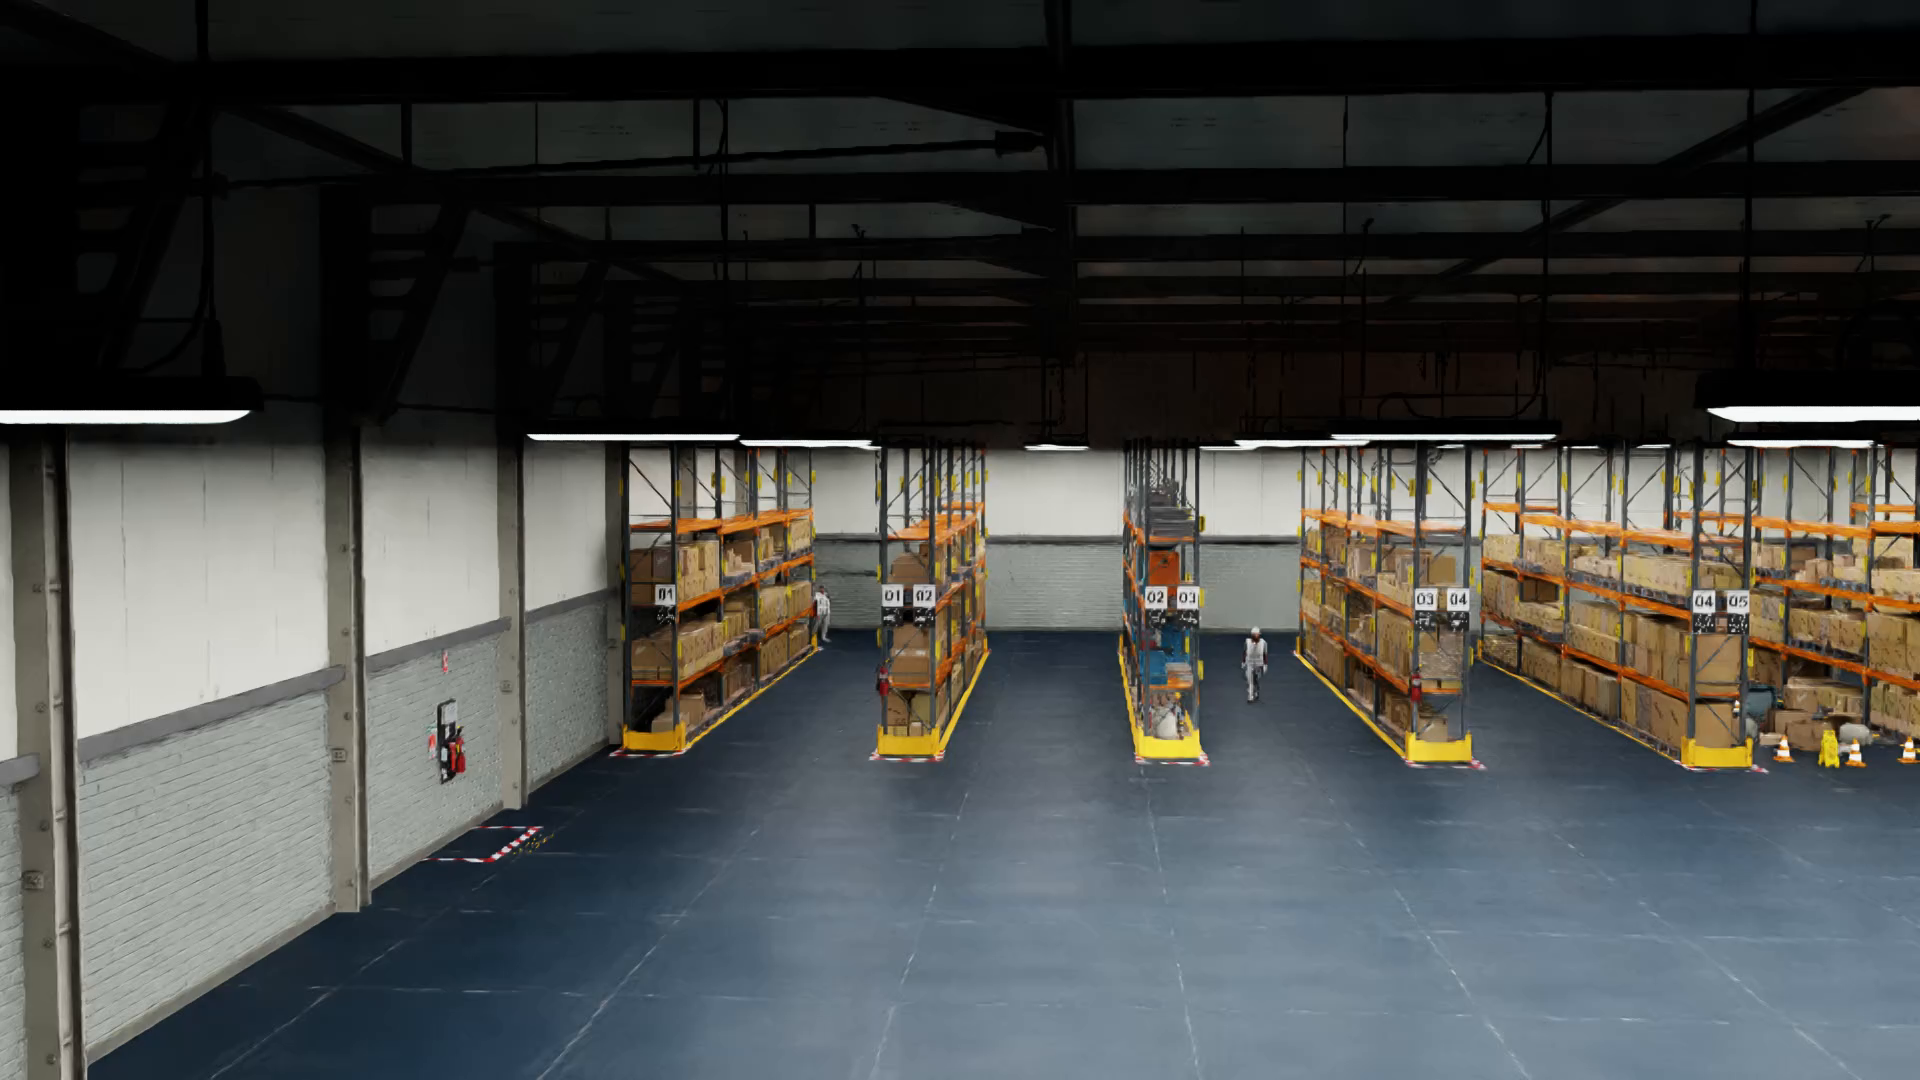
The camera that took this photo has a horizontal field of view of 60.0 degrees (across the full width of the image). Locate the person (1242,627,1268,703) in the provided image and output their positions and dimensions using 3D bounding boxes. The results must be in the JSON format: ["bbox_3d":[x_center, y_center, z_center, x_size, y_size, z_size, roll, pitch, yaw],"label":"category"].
[{"bbox_3d":[6.733,2.828,37.901,0.563,1.707,1.127,0,3,2],"label":"person"}]

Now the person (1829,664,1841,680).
[{"bbox_3d":[21.086,2.740,40.096,0.449,1.666,0.533,-2,3,-27],"label":"person"}]

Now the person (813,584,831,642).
[{"bbox_3d":[-4.242,2.187,49.896,0.719,1.750,0.504,-3,4,-45],"label":"person"}]
